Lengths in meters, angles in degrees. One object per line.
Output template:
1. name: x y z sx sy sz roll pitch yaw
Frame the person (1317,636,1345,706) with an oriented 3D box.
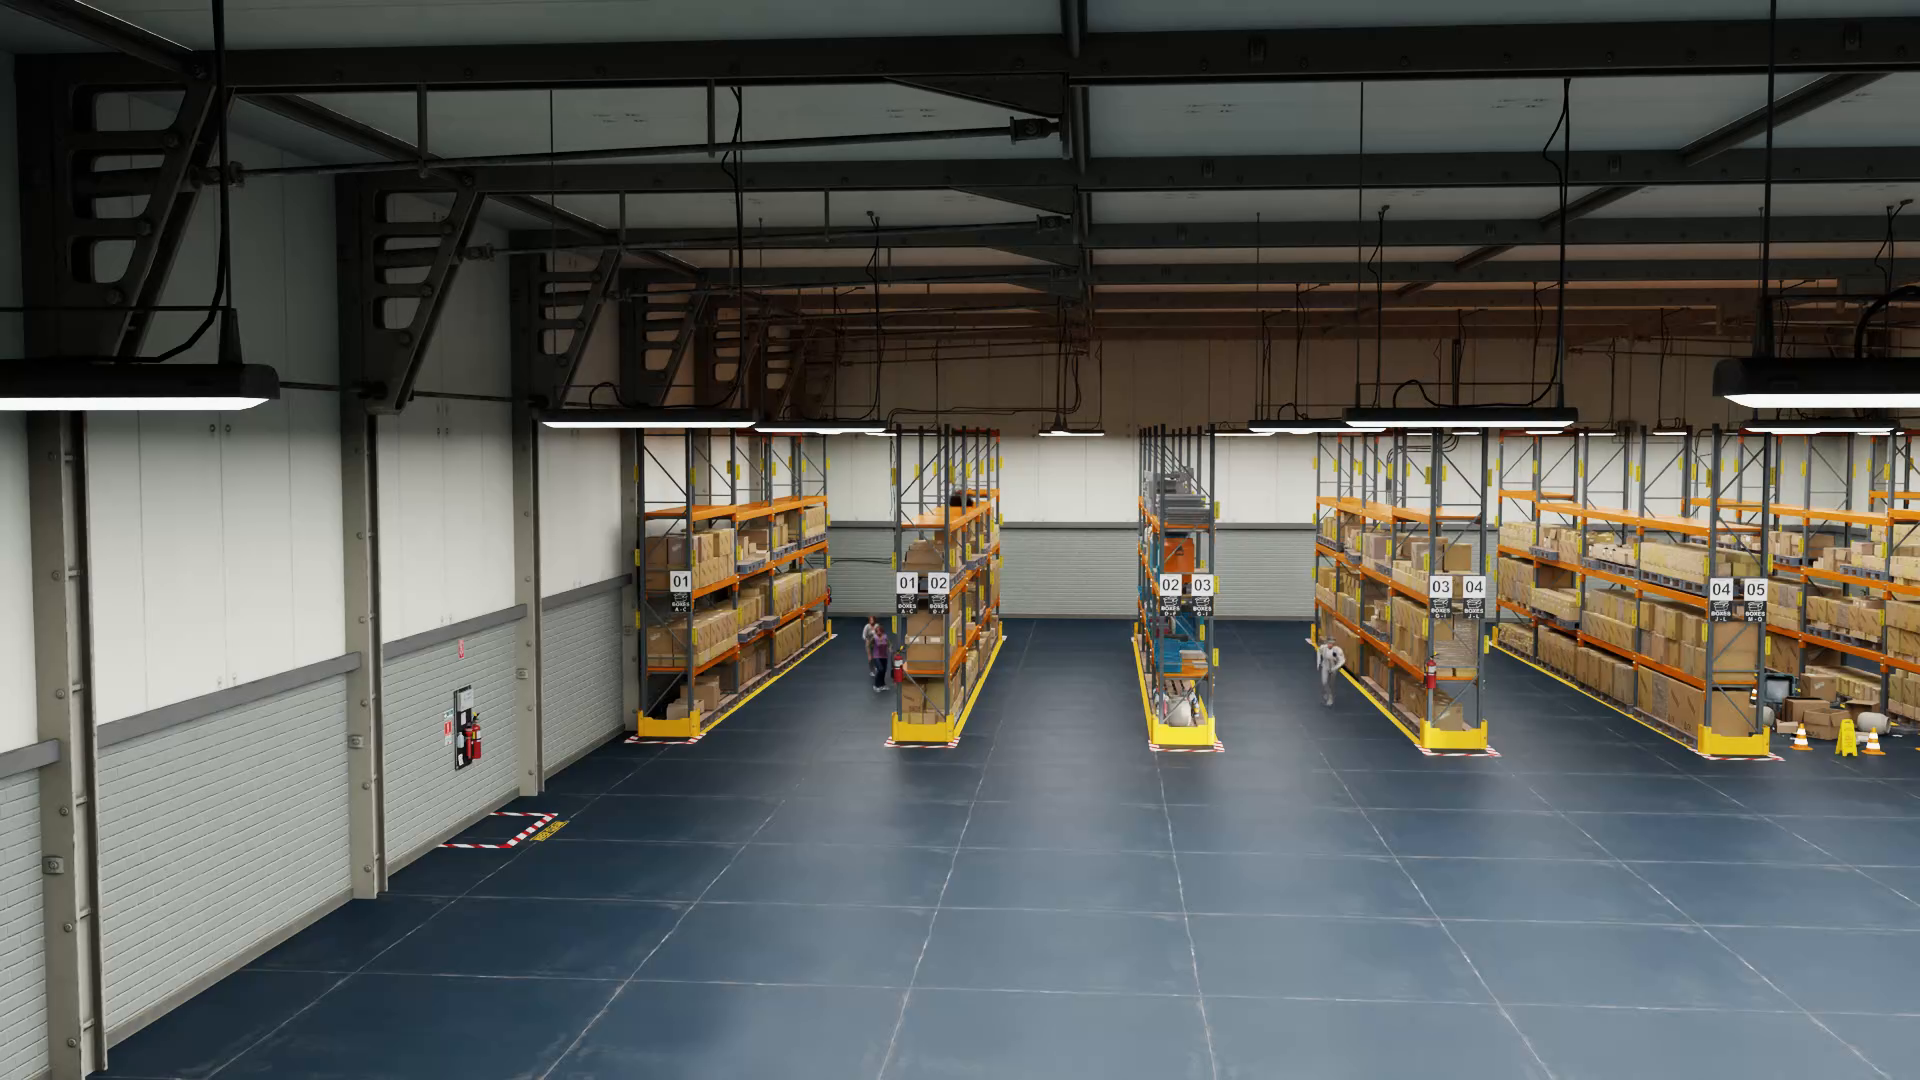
1. person: 8.018 2.789 35.932 0.606 1.506 1.027 1 4 15

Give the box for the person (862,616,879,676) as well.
1. person: -2.098 2.544 40.043 0.524 1.496 0.711 -1 4 -10

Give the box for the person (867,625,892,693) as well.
1. person: -1.777 2.688 37.664 0.554 1.549 0.742 -2 4 -33
